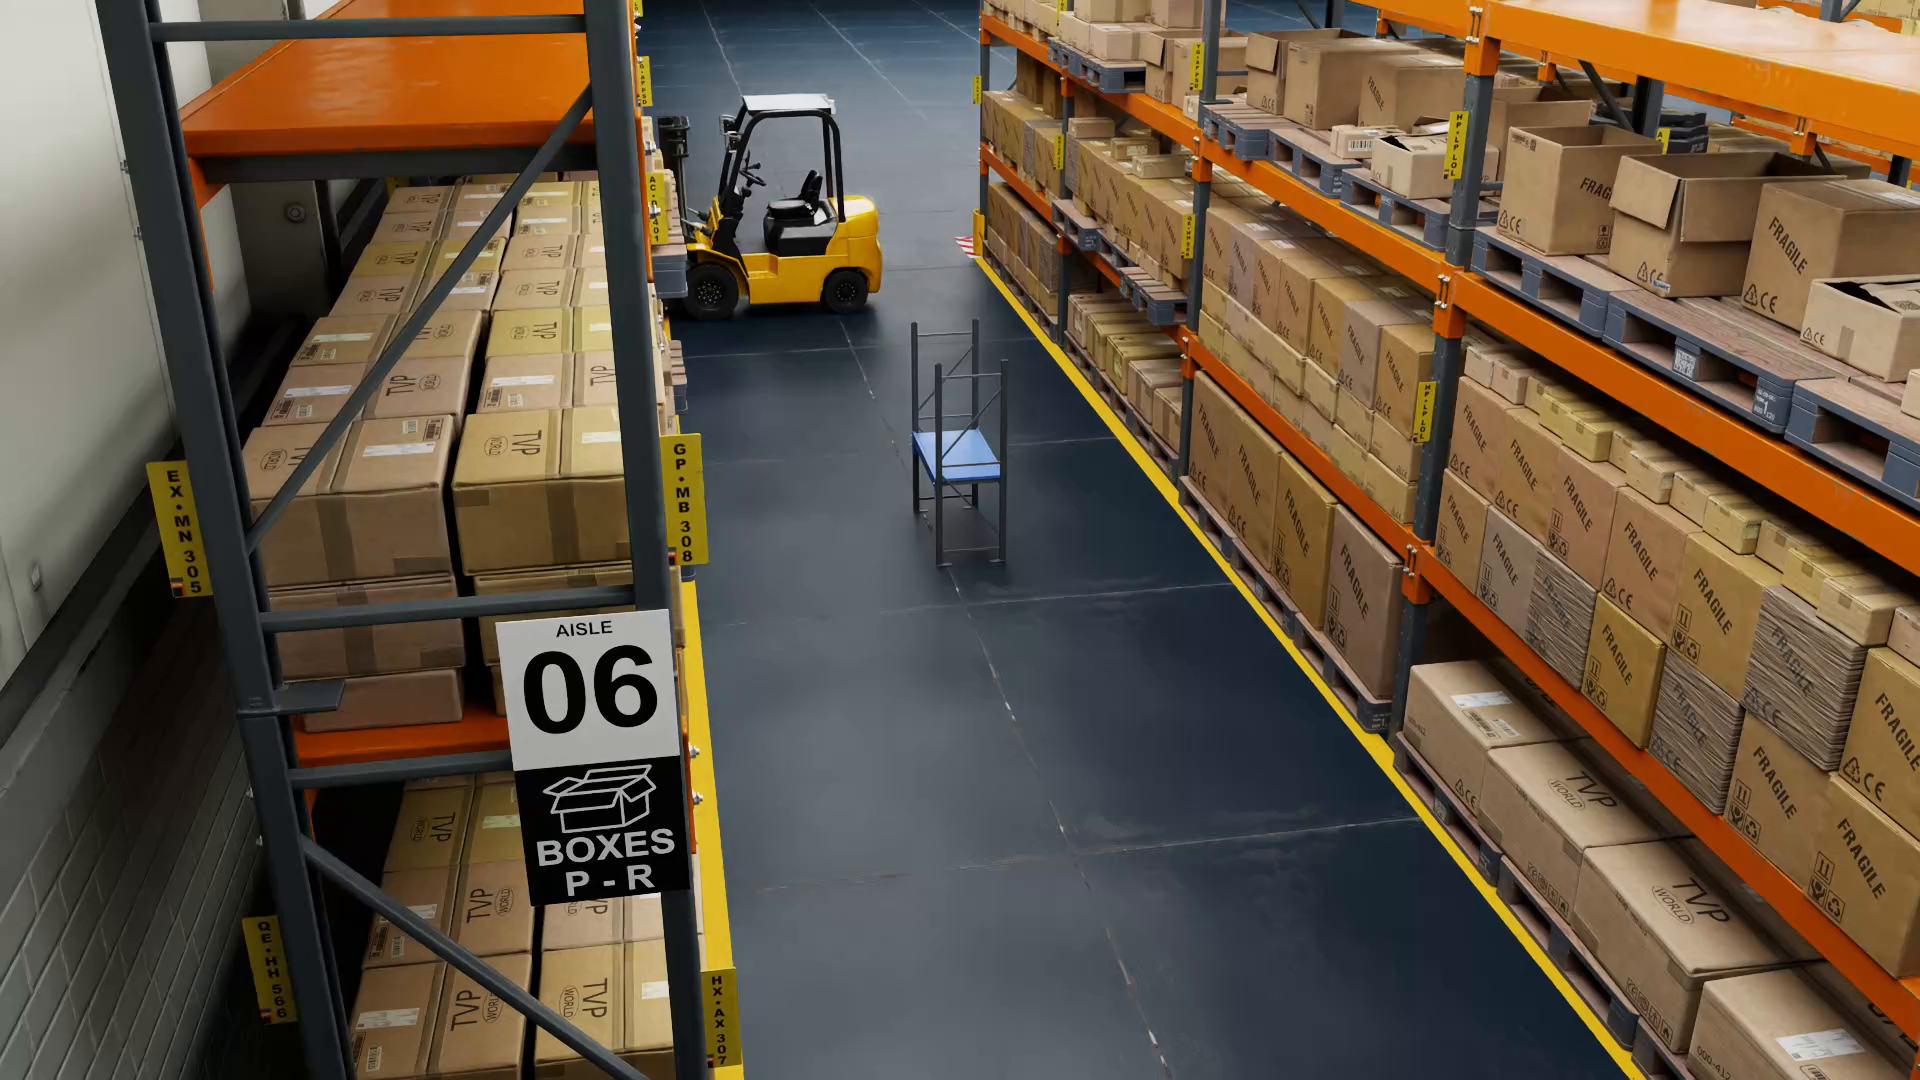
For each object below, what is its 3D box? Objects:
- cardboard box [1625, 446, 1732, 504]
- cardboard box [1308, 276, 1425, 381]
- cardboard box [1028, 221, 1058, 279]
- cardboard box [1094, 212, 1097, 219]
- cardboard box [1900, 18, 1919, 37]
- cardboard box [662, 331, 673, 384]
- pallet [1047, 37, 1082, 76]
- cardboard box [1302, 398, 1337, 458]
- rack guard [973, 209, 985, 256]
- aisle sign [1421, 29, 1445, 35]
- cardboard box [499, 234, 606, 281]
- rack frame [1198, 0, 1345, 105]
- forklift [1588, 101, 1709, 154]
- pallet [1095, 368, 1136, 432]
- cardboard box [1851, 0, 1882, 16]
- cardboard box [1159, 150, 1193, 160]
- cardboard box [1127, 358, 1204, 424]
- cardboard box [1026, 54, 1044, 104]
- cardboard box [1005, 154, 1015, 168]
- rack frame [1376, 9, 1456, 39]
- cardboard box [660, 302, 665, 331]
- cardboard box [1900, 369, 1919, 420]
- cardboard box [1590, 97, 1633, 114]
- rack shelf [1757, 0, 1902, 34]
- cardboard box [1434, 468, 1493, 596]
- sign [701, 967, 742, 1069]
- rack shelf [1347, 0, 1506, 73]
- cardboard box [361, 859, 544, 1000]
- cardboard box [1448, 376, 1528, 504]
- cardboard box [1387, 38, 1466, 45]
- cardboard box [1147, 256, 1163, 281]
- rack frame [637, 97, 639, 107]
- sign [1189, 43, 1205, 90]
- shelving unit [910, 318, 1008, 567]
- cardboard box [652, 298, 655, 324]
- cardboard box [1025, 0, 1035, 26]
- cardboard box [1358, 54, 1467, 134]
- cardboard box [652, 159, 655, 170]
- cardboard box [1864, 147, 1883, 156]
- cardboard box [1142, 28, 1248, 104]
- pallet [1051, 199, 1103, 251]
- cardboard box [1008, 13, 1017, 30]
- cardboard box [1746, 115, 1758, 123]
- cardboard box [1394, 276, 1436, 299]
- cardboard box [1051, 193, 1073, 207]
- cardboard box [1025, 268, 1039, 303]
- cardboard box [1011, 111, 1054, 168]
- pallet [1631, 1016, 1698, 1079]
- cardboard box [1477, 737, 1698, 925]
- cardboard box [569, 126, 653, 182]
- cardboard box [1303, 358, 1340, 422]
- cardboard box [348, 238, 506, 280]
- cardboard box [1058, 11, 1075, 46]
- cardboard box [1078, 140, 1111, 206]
[{"bbox_3d":[3.026,-0.275,6.948,0.380,0.149,0.250,-4,24,-10],"label":"cardboard box"},{"bbox_3d":[2.453,-1.283,10.065,0.500,0.500,0.500,-4,24,-8],"label":"cardboard box"},{"bbox_3d":[1.011,-3.053,17.467,0.500,0.500,0.500,-4,24,-9],"label":"cardboard box"},{"bbox_3d":[1.437,-2.996,15.152,0.380,0.149,0.250,-3,24,-6],"label":"cardboard box"},{"bbox_3d":[6.965,-3.586,11.884,0.396,0.266,0.258,-4,24,-10],"label":"cardboard box"},{"bbox_3d":[-2.144,-1.155,10.810,0.500,0.250,0.500,-5,24,-12],"label":"cardboard box"},{"bbox_3d":[1.490,-4.402,15.069,1.213,0.211,1.003,-4,24,-10],"label":"pallet"},{"bbox_3d":[2.461,-0.707,10.309,0.500,0.250,0.500,-5,24,-11],"label":"cardboard box"},{"bbox_3d":[0.755,-3.763,20.240,1.175,0.500,0.348,-4,24,-10],"label":"rack guard"},{"bbox_3d":[5.868,-6.585,20.333,0.394,0.787,0.004,-4,24,-10],"label":"aisle sign"},{"bbox_3d":[-1.400,-0.941,6.099,0.500,0.250,0.500,-4,24,-9],"label":"cardboard box"},{"bbox_3d":[2.220,-4.540,11.403,1.000,3.000,0.127,-4,24,-10],"label":"rack frame"},{"bbox_3d":[5.366,-1.926,12.997,3.031,2.935,1.130,-19,30,-37],"label":"forklift"},{"bbox_3d":[1.855,-1.300,14.962,1.003,0.211,1.213,-4,24,-10],"label":"pallet"},{"bbox_3d":[10.605,-6.167,19.061,0.500,0.250,0.500,-4,24,-8],"label":"cardboard box"},{"bbox_3d":[1.974,-3.176,14.753,0.500,0.500,0.500,-3,24,-8],"label":"cardboard box"},{"bbox_3d":[1.981,-1.292,14.219,0.950,0.372,0.625,-5,24,-11],"label":"cardboard box"},{"bbox_3d":[1.136,-5.194,18.649,0.700,0.500,0.500,-4,24,-9],"label":"cardboard box"},{"bbox_3d":[0.713,-4.263,18.576,0.380,0.149,0.250,-4,24,-8],"label":"cardboard box"},{"bbox_3d":[5.587,-5.344,20.738,1.000,3.000,0.127,-4,24,-10],"label":"rack frame"},{"bbox_3d":[-3.161,-2.143,16.319,0.500,0.250,0.500,-4,24,-9],"label":"cardboard box"},{"bbox_3d":[3.372,-0.472,5.499,0.380,0.149,0.250,-6,24,-14],"label":"cardboard box"},{"bbox_3d":[6.424,-4.080,16.469,0.700,0.500,0.500,-5,24,-11],"label":"cardboard box"},{"bbox_3d":[10.850,-5.930,19.230,1.077,0.370,4.000,-4,24,-10],"label":"rack shelf"},{"bbox_3d":[2.789,-0.060,8.514,0.500,0.500,0.500,-4,24,-8],"label":"cardboard box"},{"bbox_3d":[-0.645,1.287,4.473,0.100,0.325,0.005,-4,24,-10],"label":"sign"},{"bbox_3d":[2.590,-3.241,9.826,1.077,0.370,4.000,-4,24,-10],"label":"rack shelf"},{"bbox_3d":[-1.618,1.293,5.359,0.500,0.250,0.500,-4,24,-10],"label":"cardboard box"},{"bbox_3d":[2.810,-0.517,8.311,0.500,0.500,0.500,-4,24,-9],"label":"cardboard box"},{"bbox_3d":[5.617,-5.759,20.151,0.875,0.550,0.550,-4,24,-10],"label":"cardboard box"},{"bbox_3d":[1.717,-2.176,13.274,0.380,0.149,0.250,-5,24,-10],"label":"cardboard box"},{"bbox_3d":[-2.657,-4.172,10.558,1.000,3.000,0.127,-4,24,-10],"label":"rack frame"},{"bbox_3d":[1.686,-3.363,11.810,0.100,0.325,0.005,-4,24,-10],"label":"sign"},{"bbox_3d":[-0.016,-0.721,12.027,0.538,1.500,1.048,-4,24,-10],"label":"shelving unit"},{"bbox_3d":[-1.393,-0.714,6.205,0.500,0.250,0.500,-4,24,-9],"label":"cardboard box"},{"bbox_3d":[0.960,-5.361,16.845,0.500,0.250,0.500,-5,24,-11],"label":"cardboard box"},{"bbox_3d":[2.831,-2.732,10.361,0.500,0.500,0.500,-4,24,-9],"label":"cardboard box"},{"bbox_3d":[-1.661,-1.733,8.014,0.380,0.149,0.250,-4,24,-9],"label":"cardboard box"},{"bbox_3d":[10.708,-4.541,19.213,0.380,0.149,0.250,-4,24,-10],"label":"cardboard box"},{"bbox_3d":[1.910,-3.811,13.351,0.797,0.503,0.637,-4,24,-10],"label":"cardboard box"},{"bbox_3d":[1.479,-2.965,15.531,1.003,0.211,1.213,-4,24,-10],"label":"pallet"},{"bbox_3d":[0.726,-5.535,17.742,0.380,0.149,0.250,-4,24,-9],"label":"cardboard box"},{"bbox_3d":[10.298,-5.426,21.241,0.380,0.149,0.250,-4,24,-10],"label":"cardboard box"},{"bbox_3d":[2.949,-1.312,10.132,0.500,0.500,0.500,-5,24,-11],"label":"cardboard box"},{"bbox_3d":[1.121,-3.353,16.494,0.380,0.149,0.250,-5,24,-10],"label":"cardboard box"},{"bbox_3d":[0.999,-2.718,17.637,0.500,0.250,0.500,-5,24,-11],"label":"cardboard box"},{"bbox_3d":[0.852,-4.310,17.874,0.500,0.500,0.500,-5,24,-11],"label":"cardboard box"},{"bbox_3d":[3.475,2.325,6.664,1.003,0.211,1.213,-4,24,-10],"label":"pallet"},{"bbox_3d":[3.136,1.371,8.040,0.875,0.438,0.875,-5,24,-11],"label":"cardboard box"},{"bbox_3d":[-1.630,-1.817,7.690,0.396,0.266,0.258,-5,24,-10],"label":"cardboard box"},{"bbox_3d":[2.438,-0.933,10.201,0.500,0.250,0.500,-4,24,-8],"label":"cardboard box"},{"bbox_3d":[-1.901,-0.902,6.011,0.500,0.250,0.500,-5,24,-10],"label":"cardboard box"},{"bbox_3d":[1.194,-4.603,14.957,0.500,0.250,0.500,-5,24,-11],"label":"cardboard box"},{"bbox_3d":[1.378,-3.337,15.120,0.500,0.500,0.500,-4,24,-10],"label":"cardboard box"}]
